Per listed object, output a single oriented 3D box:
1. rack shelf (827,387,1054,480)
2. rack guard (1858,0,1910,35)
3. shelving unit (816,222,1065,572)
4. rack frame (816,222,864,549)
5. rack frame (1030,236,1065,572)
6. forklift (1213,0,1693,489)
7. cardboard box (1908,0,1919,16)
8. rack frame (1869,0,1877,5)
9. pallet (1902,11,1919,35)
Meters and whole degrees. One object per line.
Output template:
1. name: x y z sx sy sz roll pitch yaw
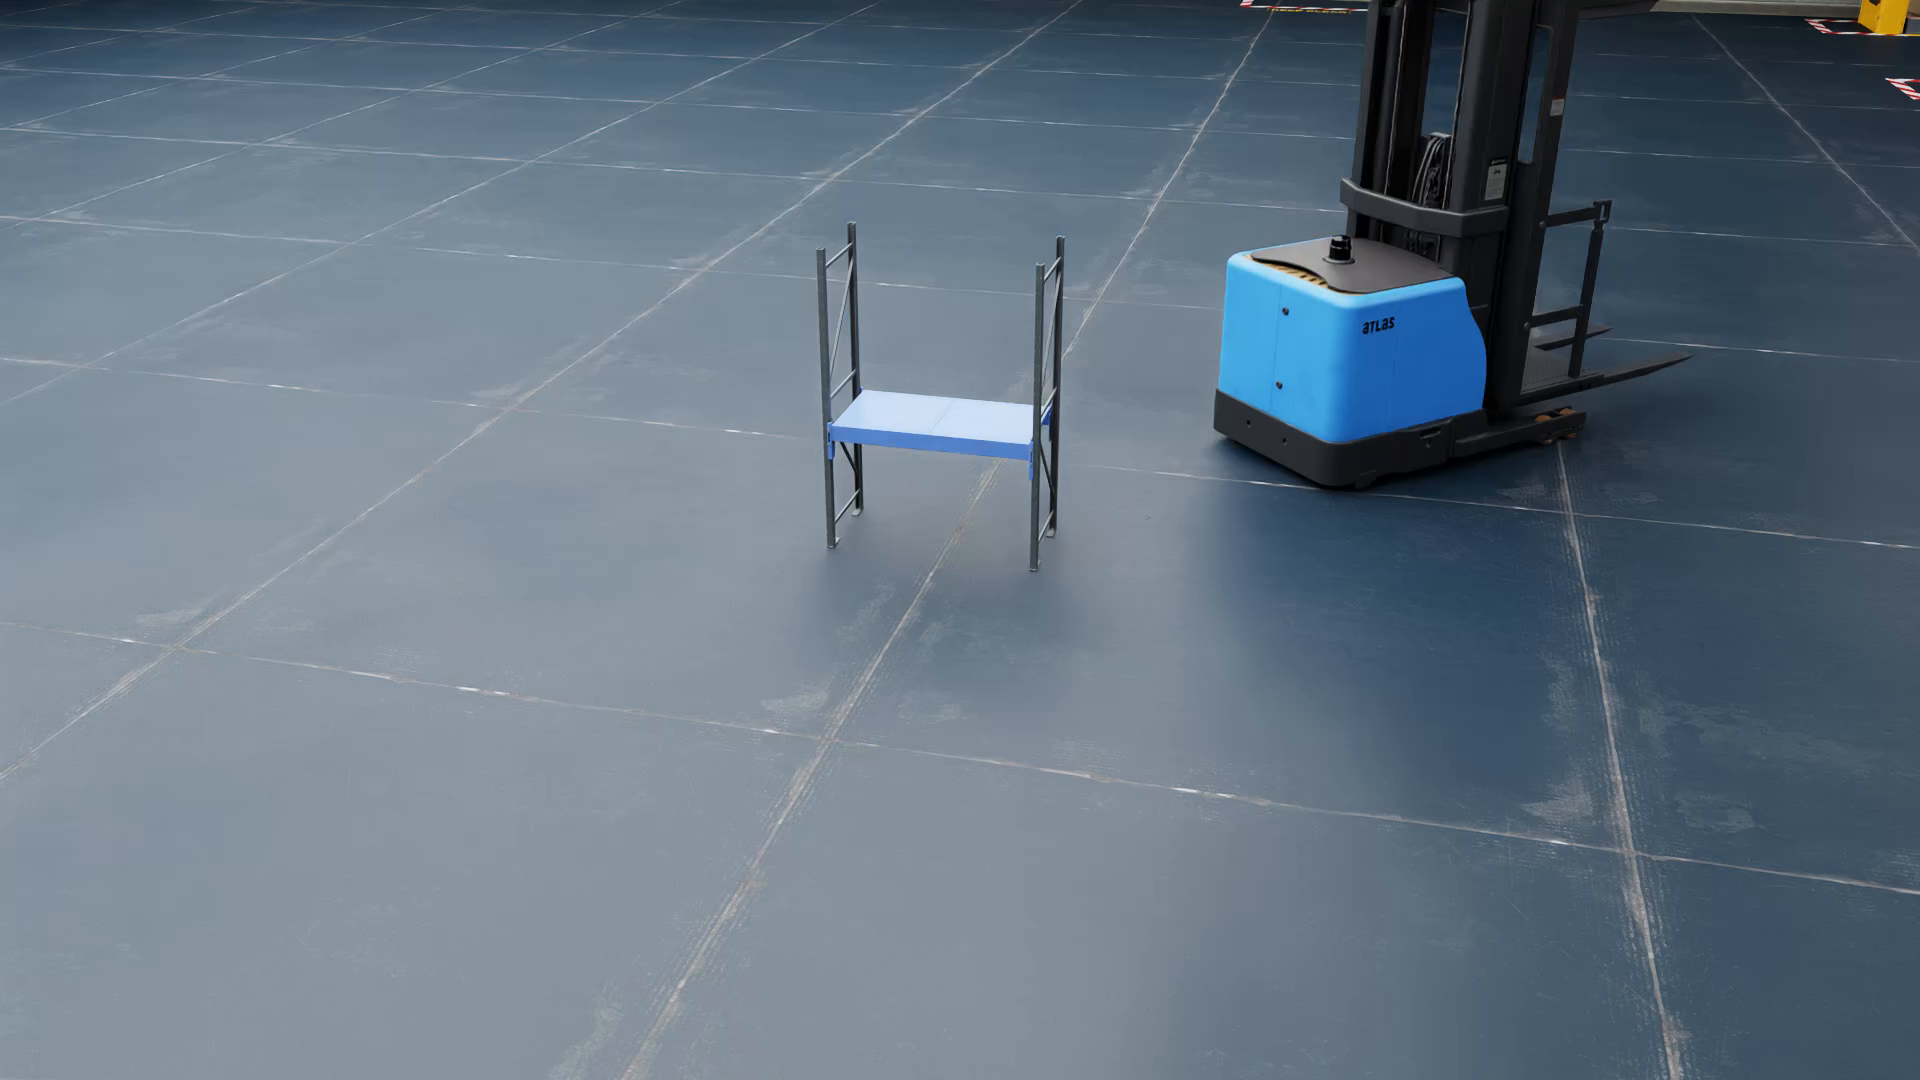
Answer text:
1. rack shelf: -0.083 -0.524 8.024 1.000 0.185 0.538 6 26 13
2. rack guard: 12.909 -7.414 23.241 0.348 0.500 1.175 6 26 13
3. shelving unit: -0.083 -0.686 7.947 1.048 1.500 0.538 6 26 13
4. rack frame: -0.575 -0.741 8.061 0.032 1.500 0.500 6 26 13
5. rack frame: 0.410 -0.632 7.832 0.032 1.500 0.500 6 26 13
6. forklift: 2.968 -2.041 9.128 3.031 2.935 1.130 -14 29 -27
7. cardboard box: 13.483 -7.424 22.969 0.500 0.311 0.500 3 26 7
8. rack frame: 12.835 -8.550 22.720 0.127 3.000 1.000 6 26 13
9. pallet: 13.687 -7.182 23.089 1.213 0.211 1.003 6 26 13
